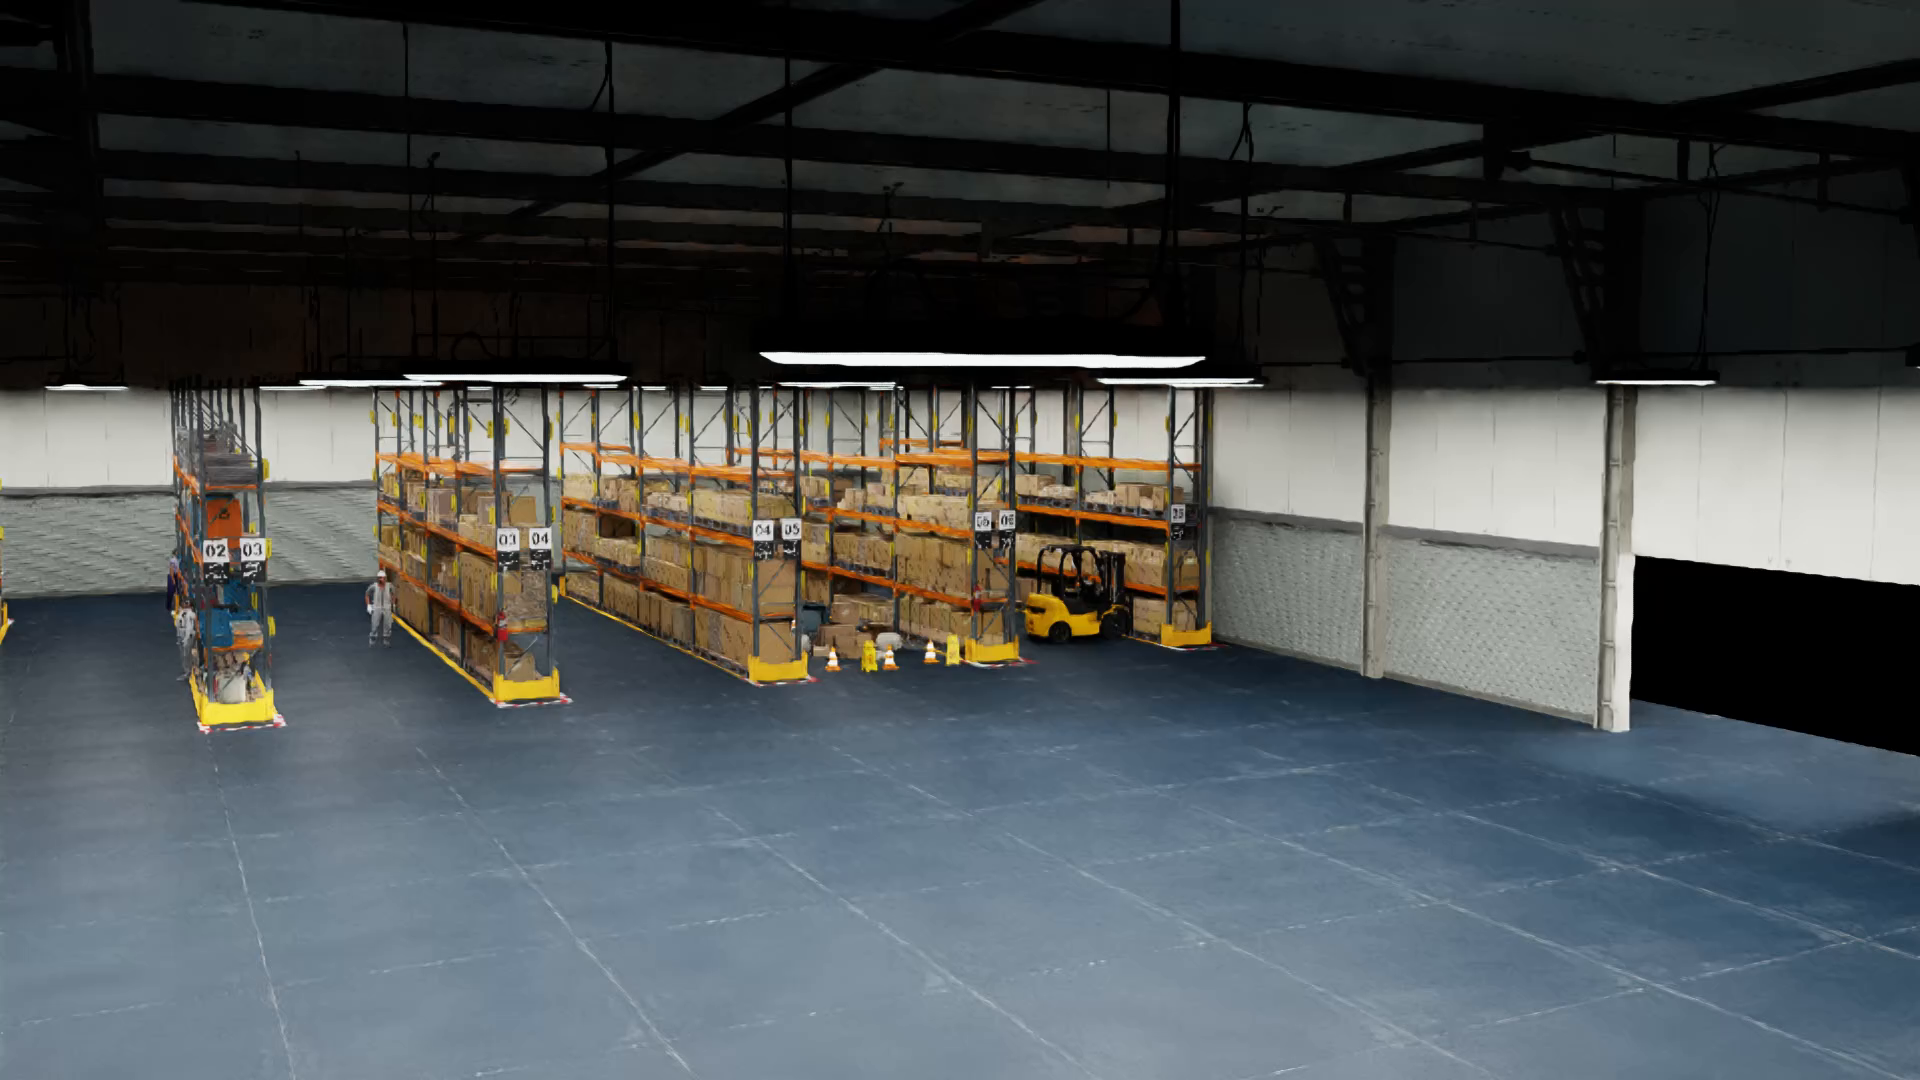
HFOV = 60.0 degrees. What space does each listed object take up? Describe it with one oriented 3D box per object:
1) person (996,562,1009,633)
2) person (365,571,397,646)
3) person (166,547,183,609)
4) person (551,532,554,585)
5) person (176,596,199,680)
[{"bbox_3d":[0.958,1.364,39.622,0.469,1.661,0.497,0,5,3],"label":"person"},{"bbox_3d":[-12.996,1.542,37.353,0.677,1.742,0.552,-3,6,-28],"label":"person"},{"bbox_3d":[-20.683,1.006,43.881,0.515,1.653,0.519,1,5,8],"label":"person"},{"bbox_3d":[-12.204,0.560,48.748,0.484,1.665,0.649,2,5,22],"label":"person"},{"bbox_3d":[-15.370,1.932,33.154,0.489,1.672,0.502,4,6,38],"label":"person"}]
